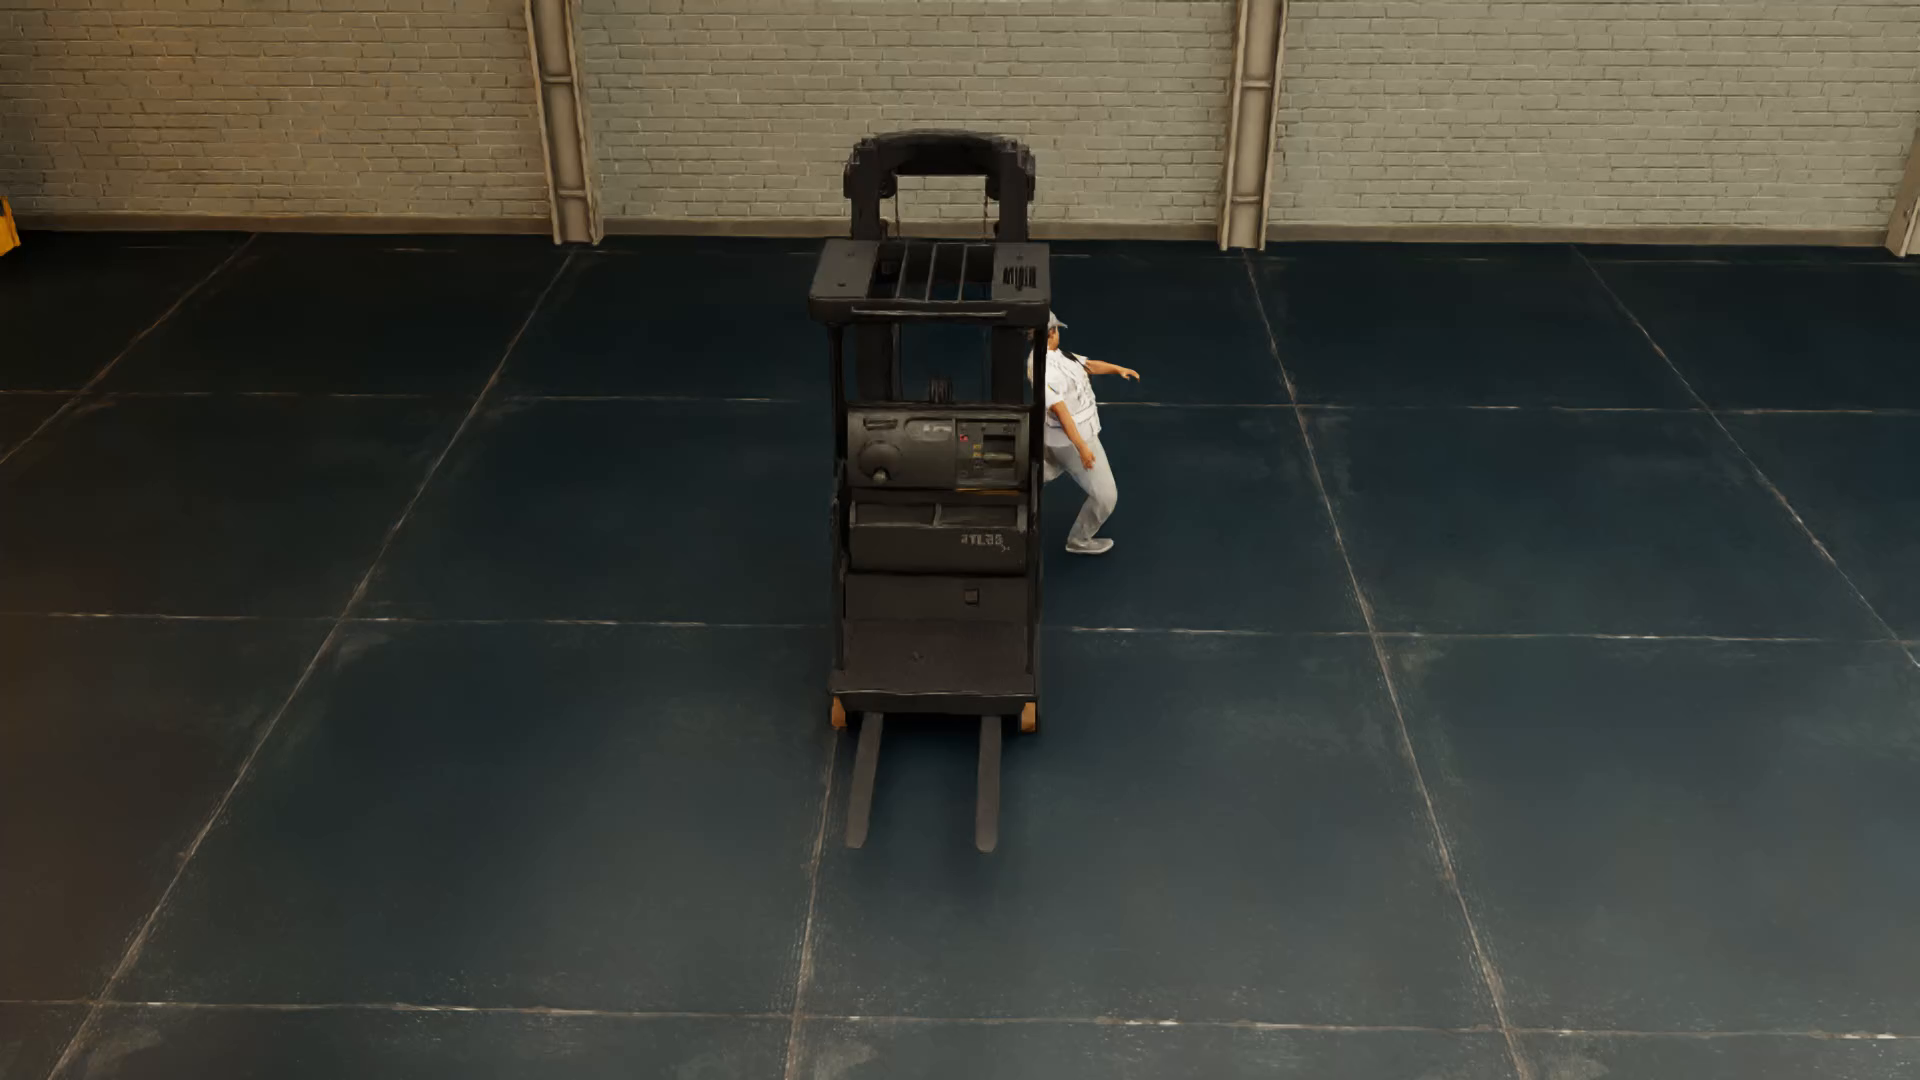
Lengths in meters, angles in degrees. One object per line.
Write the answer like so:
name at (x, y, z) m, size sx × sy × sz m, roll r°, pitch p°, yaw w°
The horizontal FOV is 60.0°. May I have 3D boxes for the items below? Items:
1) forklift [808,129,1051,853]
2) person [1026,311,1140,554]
forklift at (-0.121, -0.416, 8.319) m, size 1.130 × 2.935 × 3.031 m, roll 1°, pitch 31°, yaw 2°
person at (0.658, -0.628, 10.065) m, size 0.805 × 1.475 × 0.819 m, roll -5°, pitch 31°, yaw -8°
